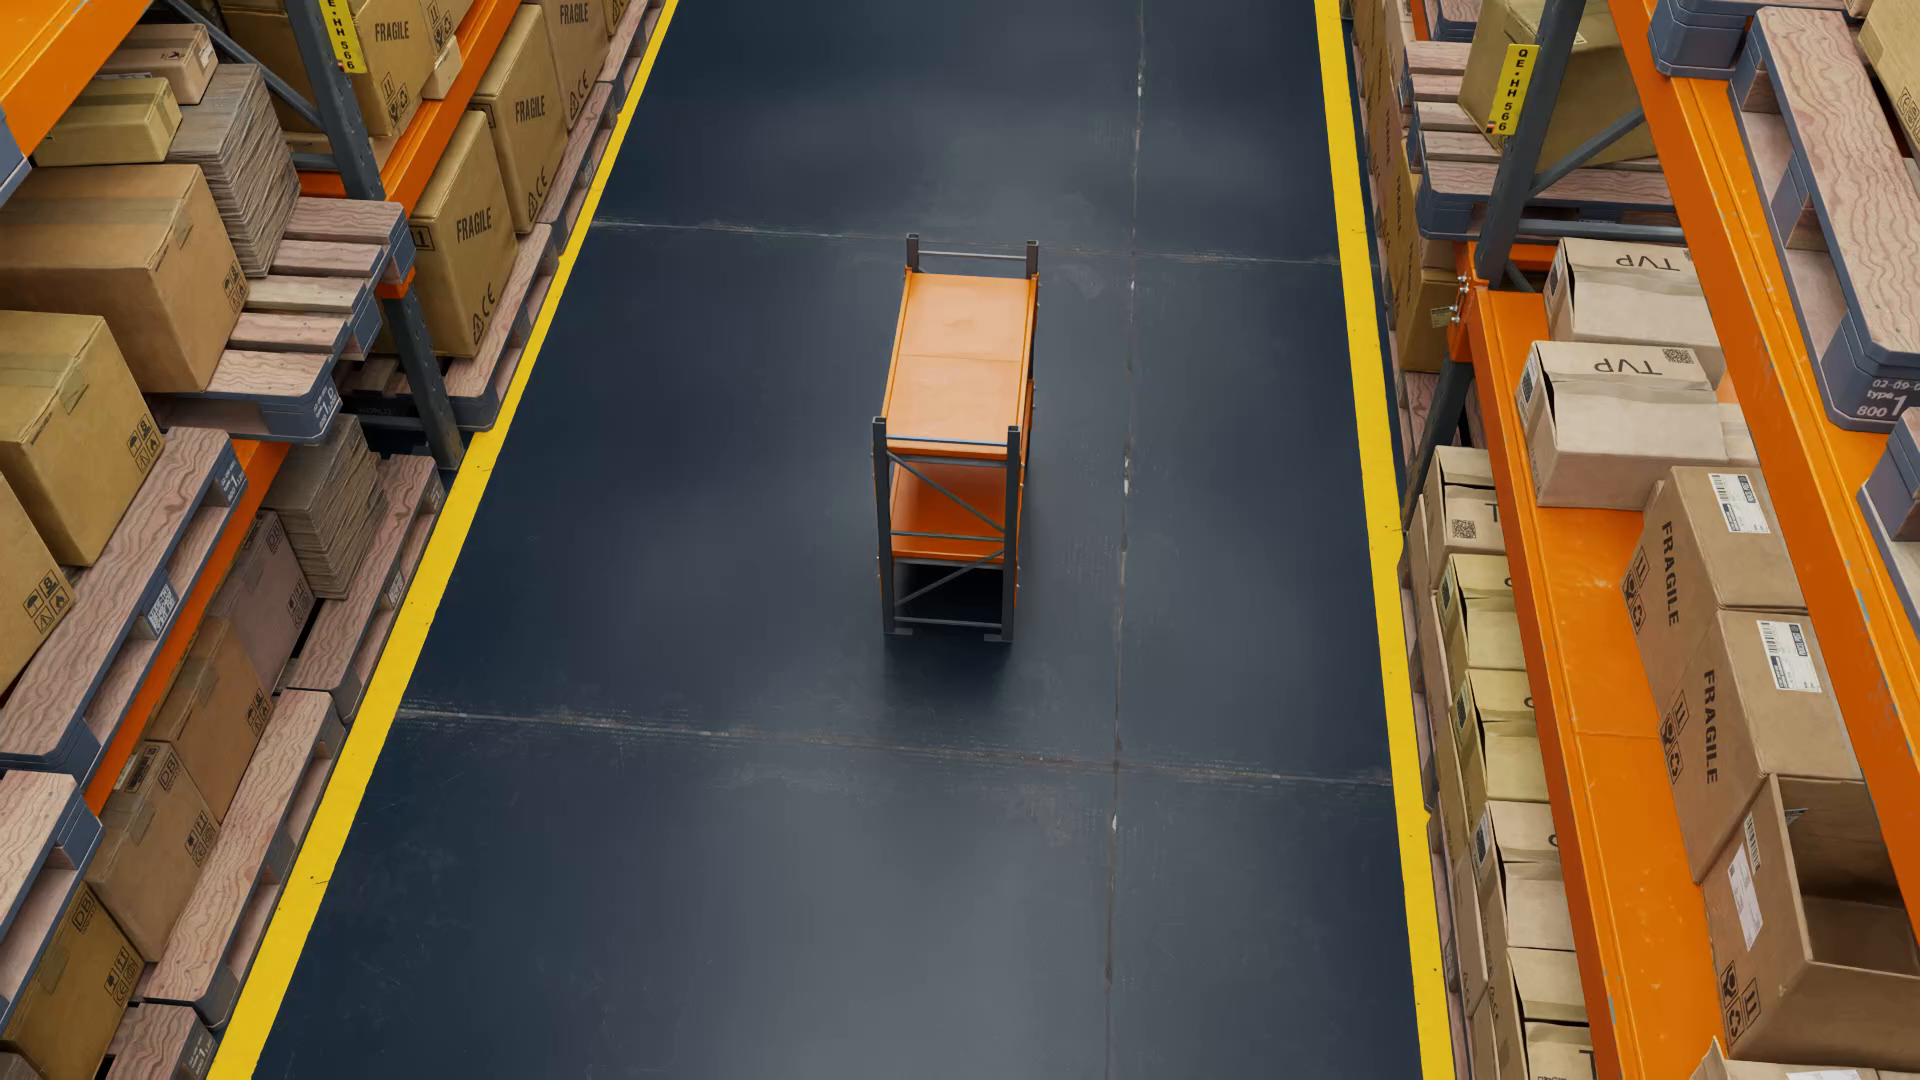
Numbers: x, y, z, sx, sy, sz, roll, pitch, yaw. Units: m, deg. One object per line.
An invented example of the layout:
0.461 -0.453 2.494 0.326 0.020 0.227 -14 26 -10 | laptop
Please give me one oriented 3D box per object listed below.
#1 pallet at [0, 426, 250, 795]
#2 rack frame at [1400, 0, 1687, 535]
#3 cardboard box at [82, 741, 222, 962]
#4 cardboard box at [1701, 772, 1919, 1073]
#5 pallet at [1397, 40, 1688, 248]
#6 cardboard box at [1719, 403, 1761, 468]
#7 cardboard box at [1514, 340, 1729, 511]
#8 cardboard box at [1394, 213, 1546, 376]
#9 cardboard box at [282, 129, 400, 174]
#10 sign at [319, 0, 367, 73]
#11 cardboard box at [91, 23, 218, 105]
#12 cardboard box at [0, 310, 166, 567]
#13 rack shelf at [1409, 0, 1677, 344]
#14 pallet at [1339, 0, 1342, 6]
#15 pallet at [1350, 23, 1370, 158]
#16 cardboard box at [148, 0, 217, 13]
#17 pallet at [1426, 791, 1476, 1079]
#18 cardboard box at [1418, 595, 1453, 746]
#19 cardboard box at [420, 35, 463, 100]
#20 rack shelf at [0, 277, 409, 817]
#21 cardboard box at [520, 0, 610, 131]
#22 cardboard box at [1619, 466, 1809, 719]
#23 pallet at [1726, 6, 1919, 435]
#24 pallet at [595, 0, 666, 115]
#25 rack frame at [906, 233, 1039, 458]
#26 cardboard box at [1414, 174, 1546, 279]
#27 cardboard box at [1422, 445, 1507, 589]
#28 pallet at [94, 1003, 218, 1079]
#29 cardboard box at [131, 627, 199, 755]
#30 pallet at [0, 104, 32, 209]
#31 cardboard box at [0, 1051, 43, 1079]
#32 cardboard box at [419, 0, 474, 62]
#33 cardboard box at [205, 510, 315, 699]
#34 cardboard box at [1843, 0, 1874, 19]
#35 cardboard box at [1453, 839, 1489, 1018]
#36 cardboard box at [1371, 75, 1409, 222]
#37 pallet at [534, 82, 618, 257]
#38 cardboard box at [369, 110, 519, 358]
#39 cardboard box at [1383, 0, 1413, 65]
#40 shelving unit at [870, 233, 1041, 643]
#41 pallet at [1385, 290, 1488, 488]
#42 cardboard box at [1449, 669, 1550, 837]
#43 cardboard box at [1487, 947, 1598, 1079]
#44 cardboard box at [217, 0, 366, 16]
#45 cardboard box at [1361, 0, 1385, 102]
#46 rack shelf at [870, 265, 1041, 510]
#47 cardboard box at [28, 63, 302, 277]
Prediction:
-2.760 0.145 4.741 1.003 0.211 1.213 4 48 4 | pallet
2.313 -1.047 5.701 1.000 3.000 0.127 4 48 4 | rack frame
-2.851 0.960 5.261 0.700 0.500 0.500 4 48 4 | cardboard box
2.083 0.908 3.845 0.500 0.500 0.500 7 48 6 | cardboard box
2.305 -1.485 6.232 1.213 0.211 1.003 4 48 4 | pallet
2.506 -0.283 5.172 0.380 0.149 0.250 4 48 4 | cardboard box
2.039 -0.373 5.145 0.500 0.311 0.500 3 48 3 | cardboard box
2.164 -1.055 7.104 0.500 0.500 0.500 6 48 5 | cardboard box
-2.360 -1.526 6.295 0.380 0.149 0.250 3 48 3 | cardboard box
-2.079 -1.712 5.578 0.100 0.325 0.005 4 48 4 | sign
-2.622 -1.523 5.331 0.380 0.149 0.250 -2 48 -2 | cardboard box
-2.745 -0.297 4.649 0.700 0.500 0.500 4 48 4 | cardboard box
2.495 -2.274 7.310 1.077 0.370 4.000 4 48 4 | rack shelf
2.741 -3.550 9.880 1.003 0.211 1.213 4 48 4 | pallet
2.641 -2.445 8.869 1.003 0.211 1.213 4 48 4 | pallet
-2.837 -2.122 5.893 0.500 0.250 0.500 5 48 5 | cardboard box
2.085 1.390 5.361 1.003 0.211 1.213 4 48 4 | pallet
1.928 0.474 5.889 0.500 0.250 0.500 3 48 2 | cardboard box
-2.220 -1.900 6.638 0.380 0.149 0.250 5 48 5 | cardboard box
-2.803 0.335 4.924 1.077 0.370 4.000 4 48 4 | rack shelf
-2.264 -2.593 8.287 0.750 0.750 0.750 5 48 5 | cardboard box
2.176 0.153 4.535 0.500 0.500 0.500 2 48 1 | cardboard box
2.241 -0.669 3.450 1.003 0.211 1.213 6 48 5 | pallet
-2.251 -2.804 9.197 1.003 0.211 1.213 4 48 4 | pallet
0.047 -0.758 6.707 0.500 1.125 0.032 4 48 4 | rack frame
2.165 -1.350 6.865 0.500 0.250 0.500 6 48 5 | cardboard box
1.973 -0.085 6.020 0.500 0.311 0.500 5 48 5 | cardboard box
-2.915 1.931 4.867 1.003 0.211 1.213 4 48 4 | pallet
-2.790 0.390 5.274 0.500 0.250 0.500 4 48 3 | cardboard box
-2.731 -0.596 3.383 1.213 0.211 1.003 4 48 4 | pallet
-2.934 1.715 4.570 0.700 0.500 0.500 5 48 5 | cardboard box
-2.264 -2.242 6.511 0.500 0.500 0.500 5 48 5 | cardboard box
-2.797 0.221 5.937 0.700 0.500 0.500 4 48 3 | cardboard box
2.298 -1.427 3.833 0.500 0.250 0.500 5 48 5 | cardboard box
1.839 1.233 5.194 0.500 0.250 0.500 5 48 4 | cardboard box
2.254 -1.821 7.805 0.500 0.500 0.500 2 48 2 | cardboard box
-2.360 -1.905 8.375 1.003 0.211 1.213 4 48 4 | pallet
-2.423 -1.325 7.127 0.750 0.750 0.750 3 48 3 | cardboard box
2.300 -2.470 7.890 0.500 0.250 0.500 4 48 4 | cardboard box
0.001 -0.385 6.365 0.538 1.125 1.048 4 48 4 | shelving unit
2.419 -0.652 7.229 1.003 0.211 1.213 4 48 4 | pallet
1.885 0.676 5.323 0.500 0.311 0.500 3 48 2 | cardboard box
1.789 1.423 4.640 0.500 0.311 0.500 4 48 3 | cardboard box
-2.320 -2.109 5.881 0.500 0.250 0.500 5 48 4 | cardboard box
2.353 -2.559 8.480 0.500 0.500 0.500 4 48 4 | cardboard box
0.001 -0.582 6.149 0.538 0.278 1.000 4 48 4 | rack shelf
-2.653 -1.214 5.487 0.700 0.500 0.500 -1 48 -1 | cardboard box
